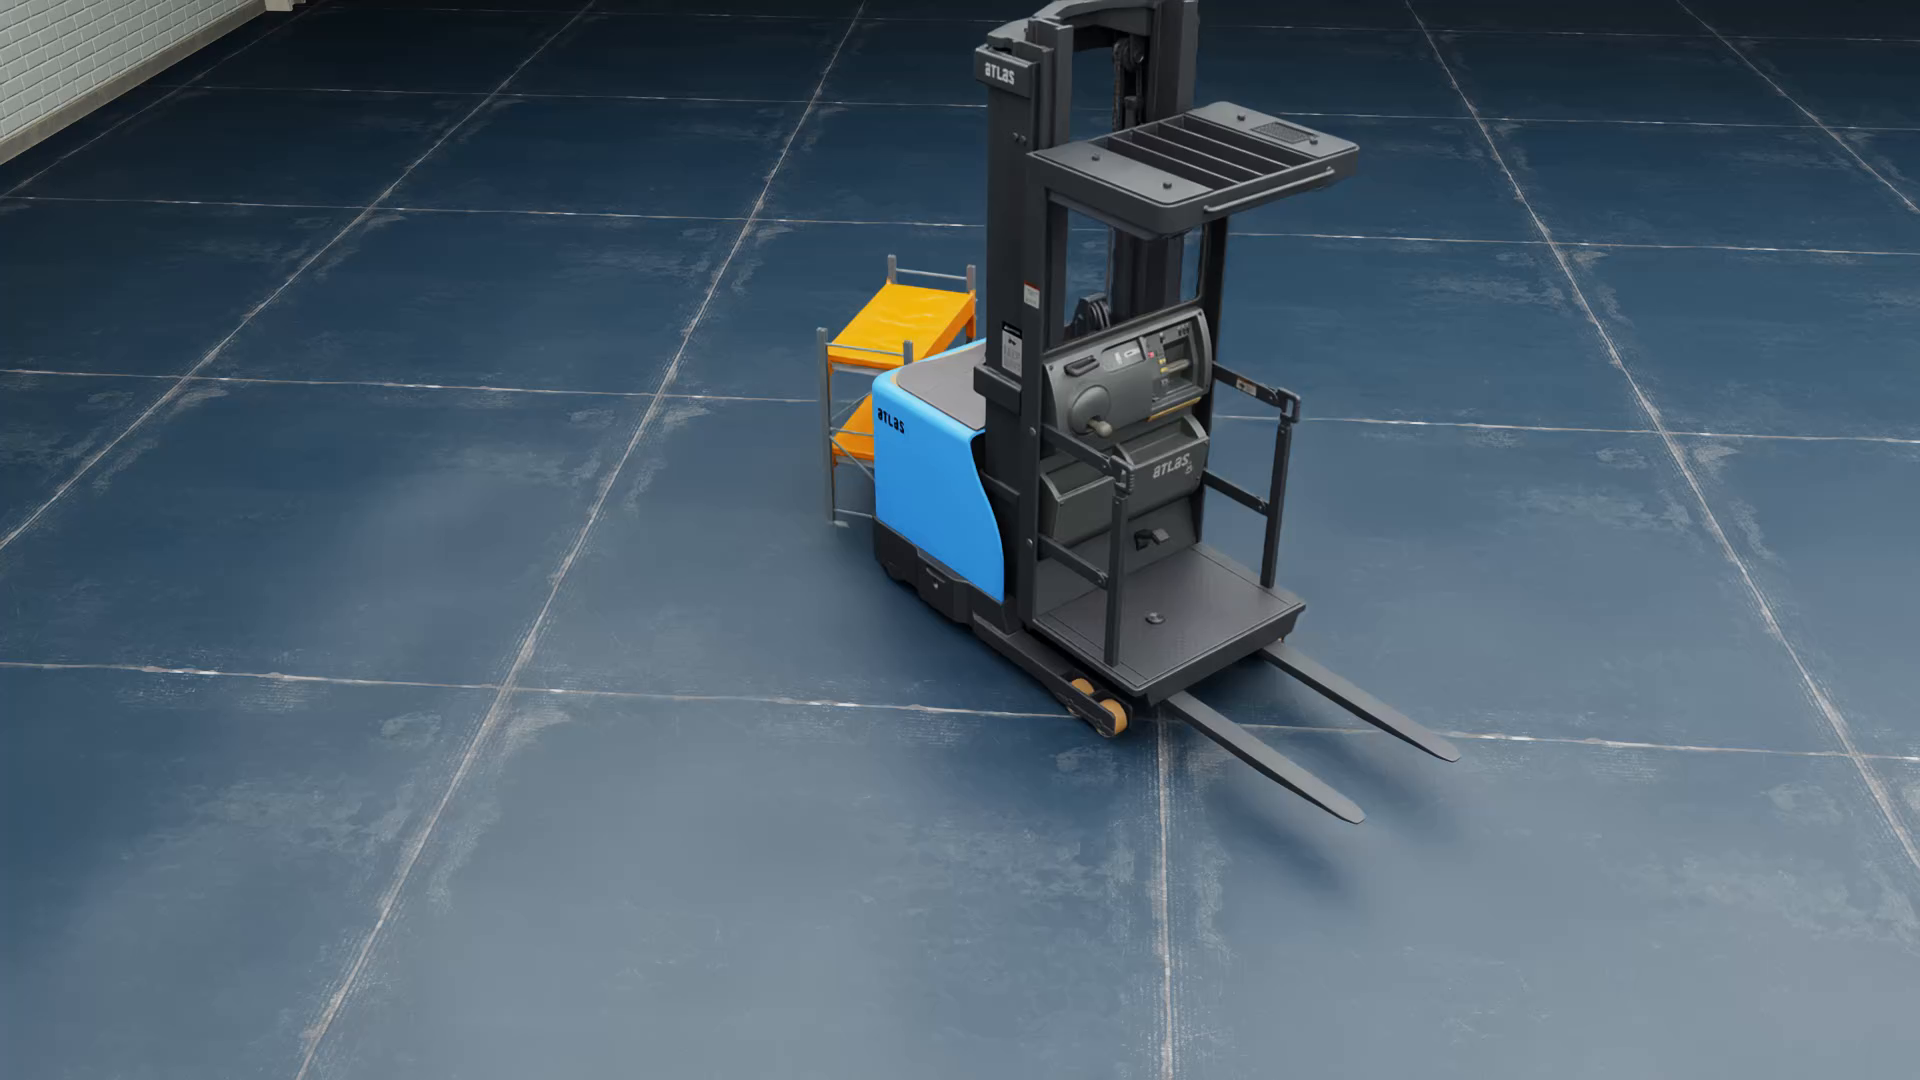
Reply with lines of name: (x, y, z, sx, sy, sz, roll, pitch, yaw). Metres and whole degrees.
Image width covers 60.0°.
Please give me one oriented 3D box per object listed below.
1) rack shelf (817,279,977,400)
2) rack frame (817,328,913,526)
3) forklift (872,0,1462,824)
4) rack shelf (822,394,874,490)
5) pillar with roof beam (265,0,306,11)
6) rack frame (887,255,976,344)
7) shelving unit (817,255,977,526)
rack shelf: (-0.315, -1.040, 8.807, 0.538, 0.278, 1.000, 10, 33, 15)
rack frame: (-0.473, -0.537, 8.550, 0.500, 1.125, 0.032, 10, 33, 15)
forklift: (0.872, -0.675, 7.052, 1.130, 2.935, 3.031, -23, 38, -32)
rack shelf: (-0.315, -0.583, 9.089, 0.538, 0.278, 1.000, 10, 33, 15)
pillar with roof beam: (-3.125, -9.511, 15.606, 9.100, 9.000, 0.400, 2, 32, 4)
rack frame: (-0.157, -1.044, 9.372, 0.500, 1.125, 0.032, 10, 33, 15)
shelving unit: (-0.315, -0.791, 8.961, 0.538, 1.125, 1.048, 10, 33, 15)
